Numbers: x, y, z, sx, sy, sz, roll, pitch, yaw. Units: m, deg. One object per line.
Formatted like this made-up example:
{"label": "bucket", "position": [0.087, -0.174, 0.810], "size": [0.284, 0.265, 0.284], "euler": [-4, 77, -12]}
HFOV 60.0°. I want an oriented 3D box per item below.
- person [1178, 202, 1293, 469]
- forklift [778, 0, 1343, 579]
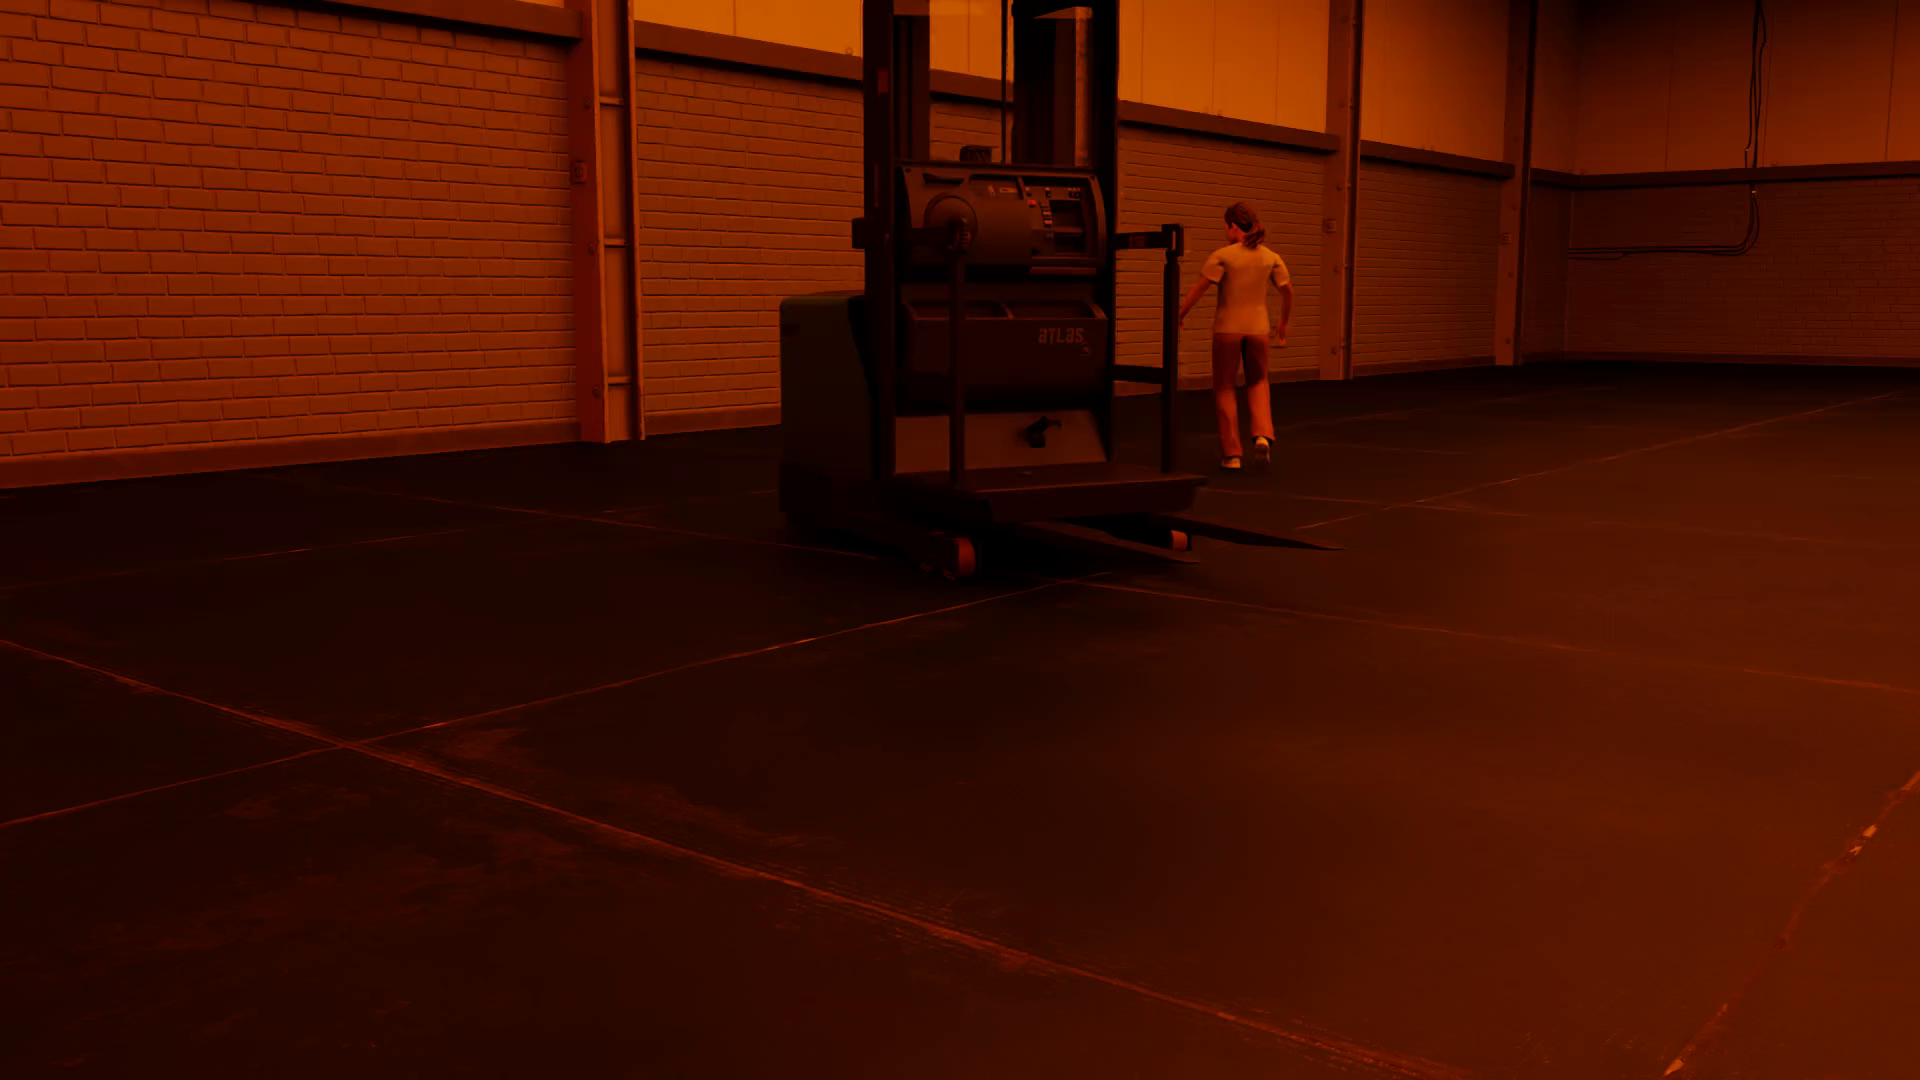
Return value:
{"label": "person", "position": [1.711, -1.265, 10.408], "size": [0.734, 1.665, 0.480], "euler": [0, 8, 0]}
{"label": "forklift", "position": [0.294, -1.373, 6.664], "size": [1.130, 2.935, 3.031], "euler": [-5, 9, -28]}
